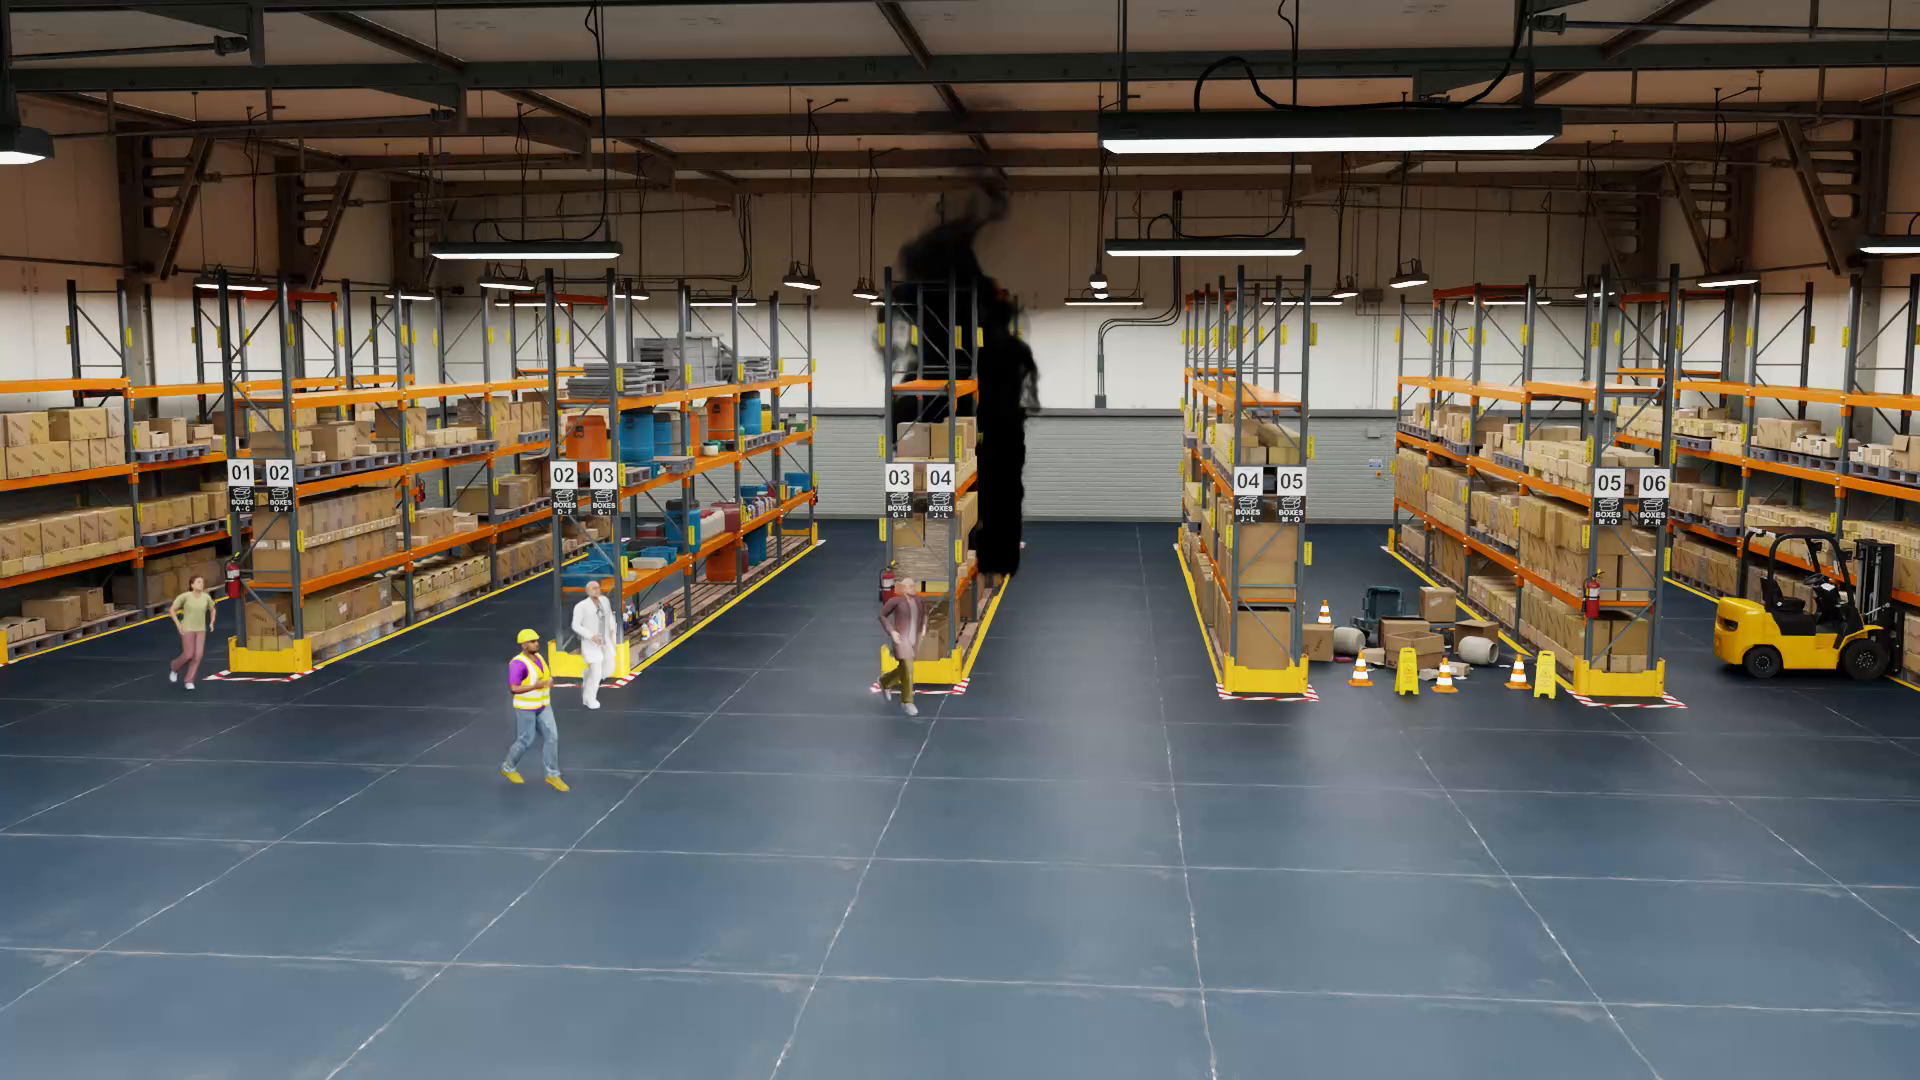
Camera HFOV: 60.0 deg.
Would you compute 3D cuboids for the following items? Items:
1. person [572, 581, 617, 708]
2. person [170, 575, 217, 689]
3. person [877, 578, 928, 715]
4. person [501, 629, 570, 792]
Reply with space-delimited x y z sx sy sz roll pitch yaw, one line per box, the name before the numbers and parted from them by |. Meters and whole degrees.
person | -4.952 1.409 22.611 0.700 1.739 0.745 6 9 39
person | -11.029 1.297 23.972 0.578 1.616 0.629 6 9 41
person | -0.794 1.353 22.537 0.717 1.733 0.835 -6 9 -43
person | -4.741 1.880 18.426 0.815 1.810 0.682 3 8 26
